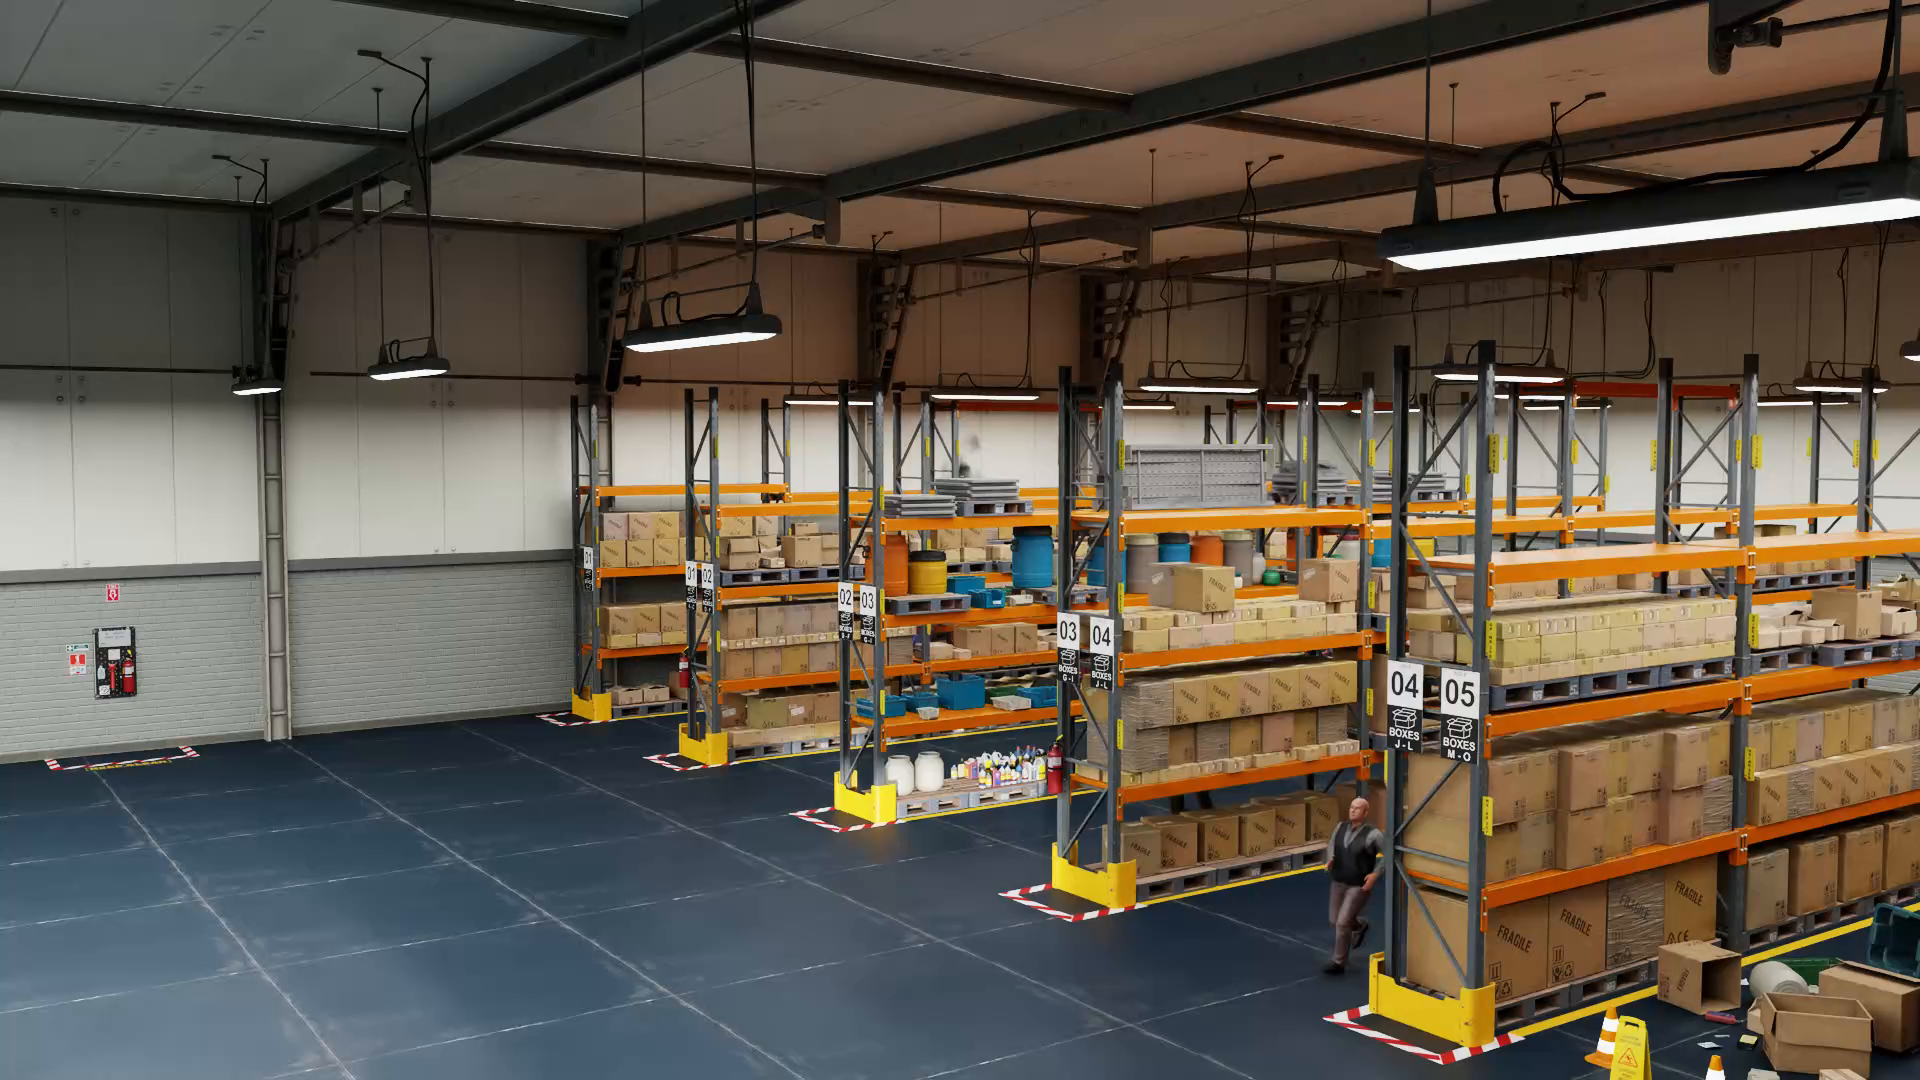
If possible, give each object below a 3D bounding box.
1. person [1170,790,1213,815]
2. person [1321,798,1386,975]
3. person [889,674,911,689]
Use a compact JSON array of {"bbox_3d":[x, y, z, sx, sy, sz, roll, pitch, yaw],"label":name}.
[{"bbox_3d":[3.038,2.972,21.593,0.796,1.844,0.685,-3,5,-42],"label":"person"},{"bbox_3d":[3.867,3.354,16.206,0.831,1.700,0.695,-3,5,-43],"label":"person"},{"bbox_3d":[-1.089,2.433,31.433,0.737,1.724,0.546,-3,4,-39],"label":"person"}]
